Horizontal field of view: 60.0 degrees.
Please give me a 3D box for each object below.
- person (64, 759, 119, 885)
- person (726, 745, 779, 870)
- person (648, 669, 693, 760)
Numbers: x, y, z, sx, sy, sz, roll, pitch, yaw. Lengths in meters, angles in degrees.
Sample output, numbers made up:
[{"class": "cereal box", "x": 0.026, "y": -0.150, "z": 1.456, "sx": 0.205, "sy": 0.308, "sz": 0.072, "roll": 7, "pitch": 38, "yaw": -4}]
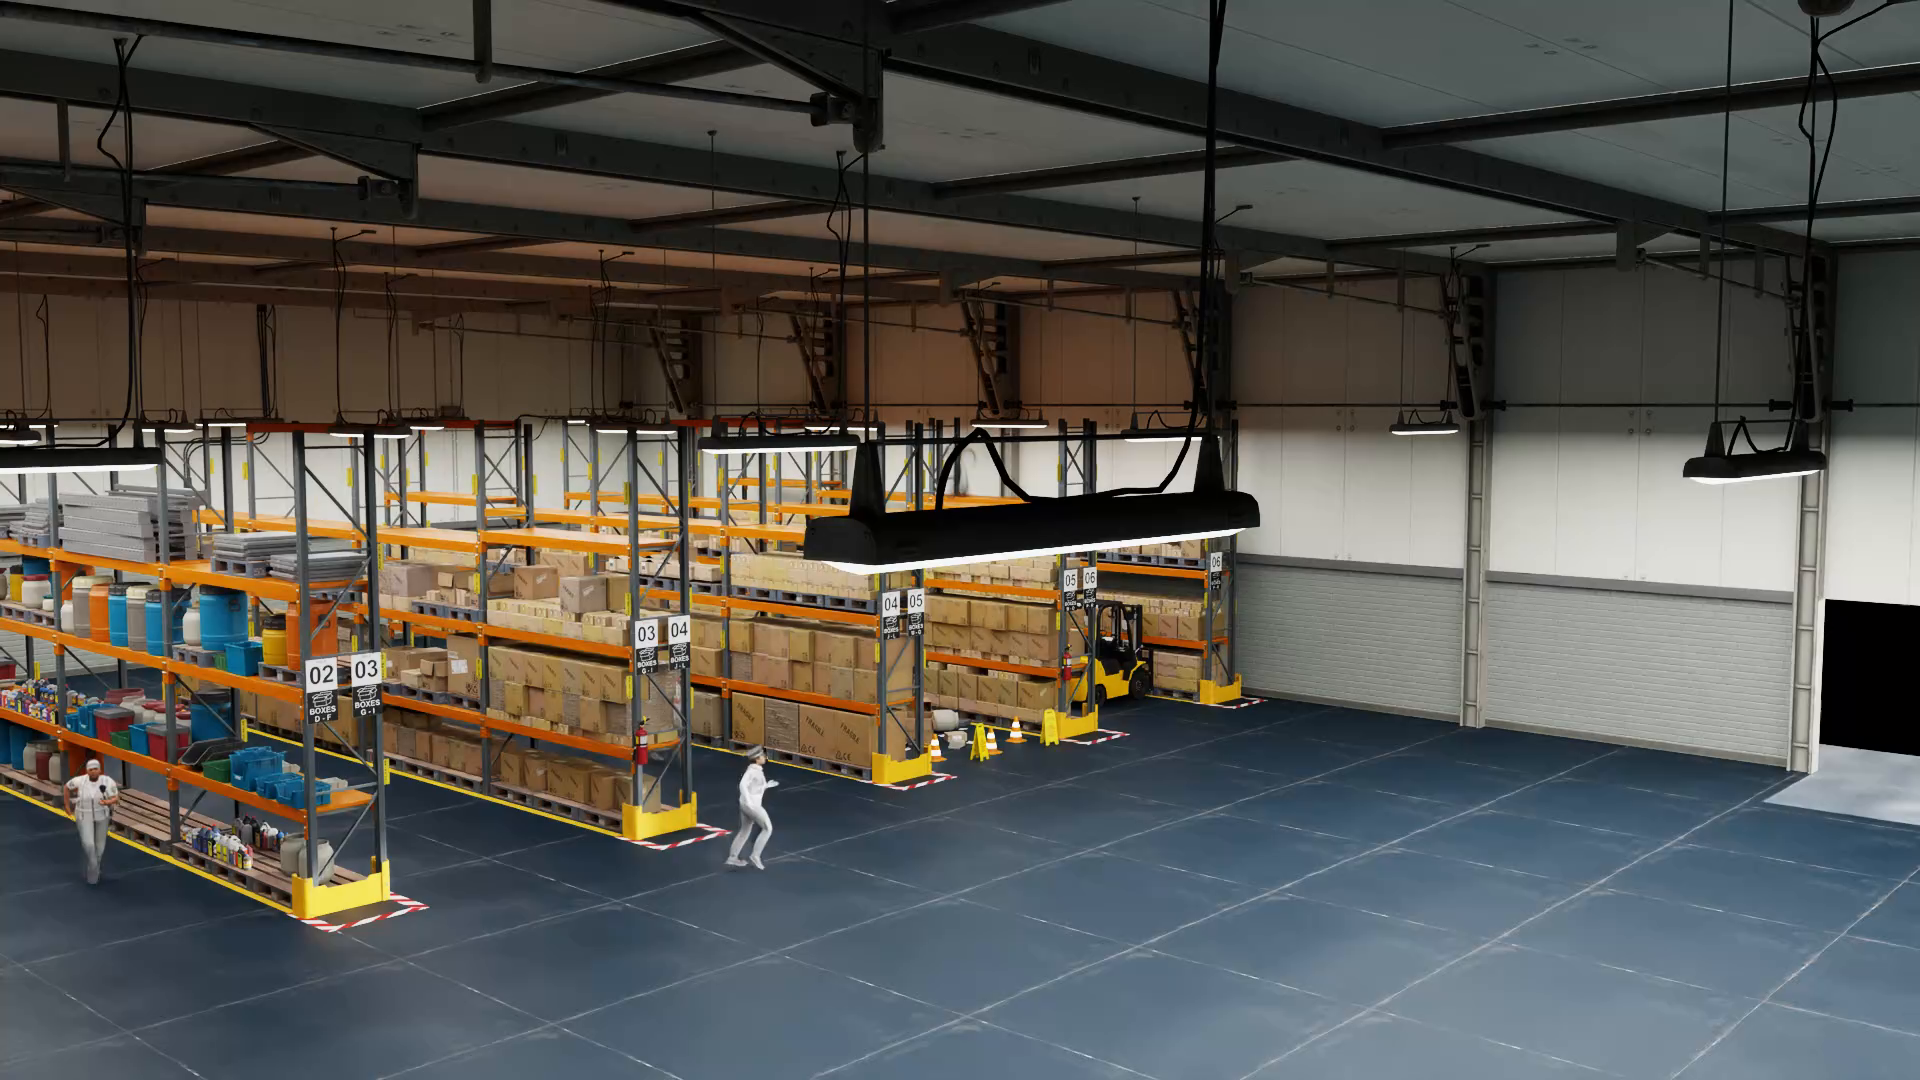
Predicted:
[{"class": "person", "x": -11.477, "y": 3.709, "z": 22.007, "sx": 0.630, "sy": 1.662, "sz": 0.784, "roll": -3, "pitch": 5, "yaw": -32}, {"class": "person", "x": -2.809, "y": 3.653, "z": 22.665, "sx": 0.747, "sy": 1.724, "sz": 0.612, "roll": -2, "pitch": 5, "yaw": -18}, {"class": "person", "x": -5.074, "y": 3.105, "z": 29.112, "sx": 0.972, "sy": 1.803, "sz": 0.649, "roll": 3, "pitch": 6, "yaw": 34}]
